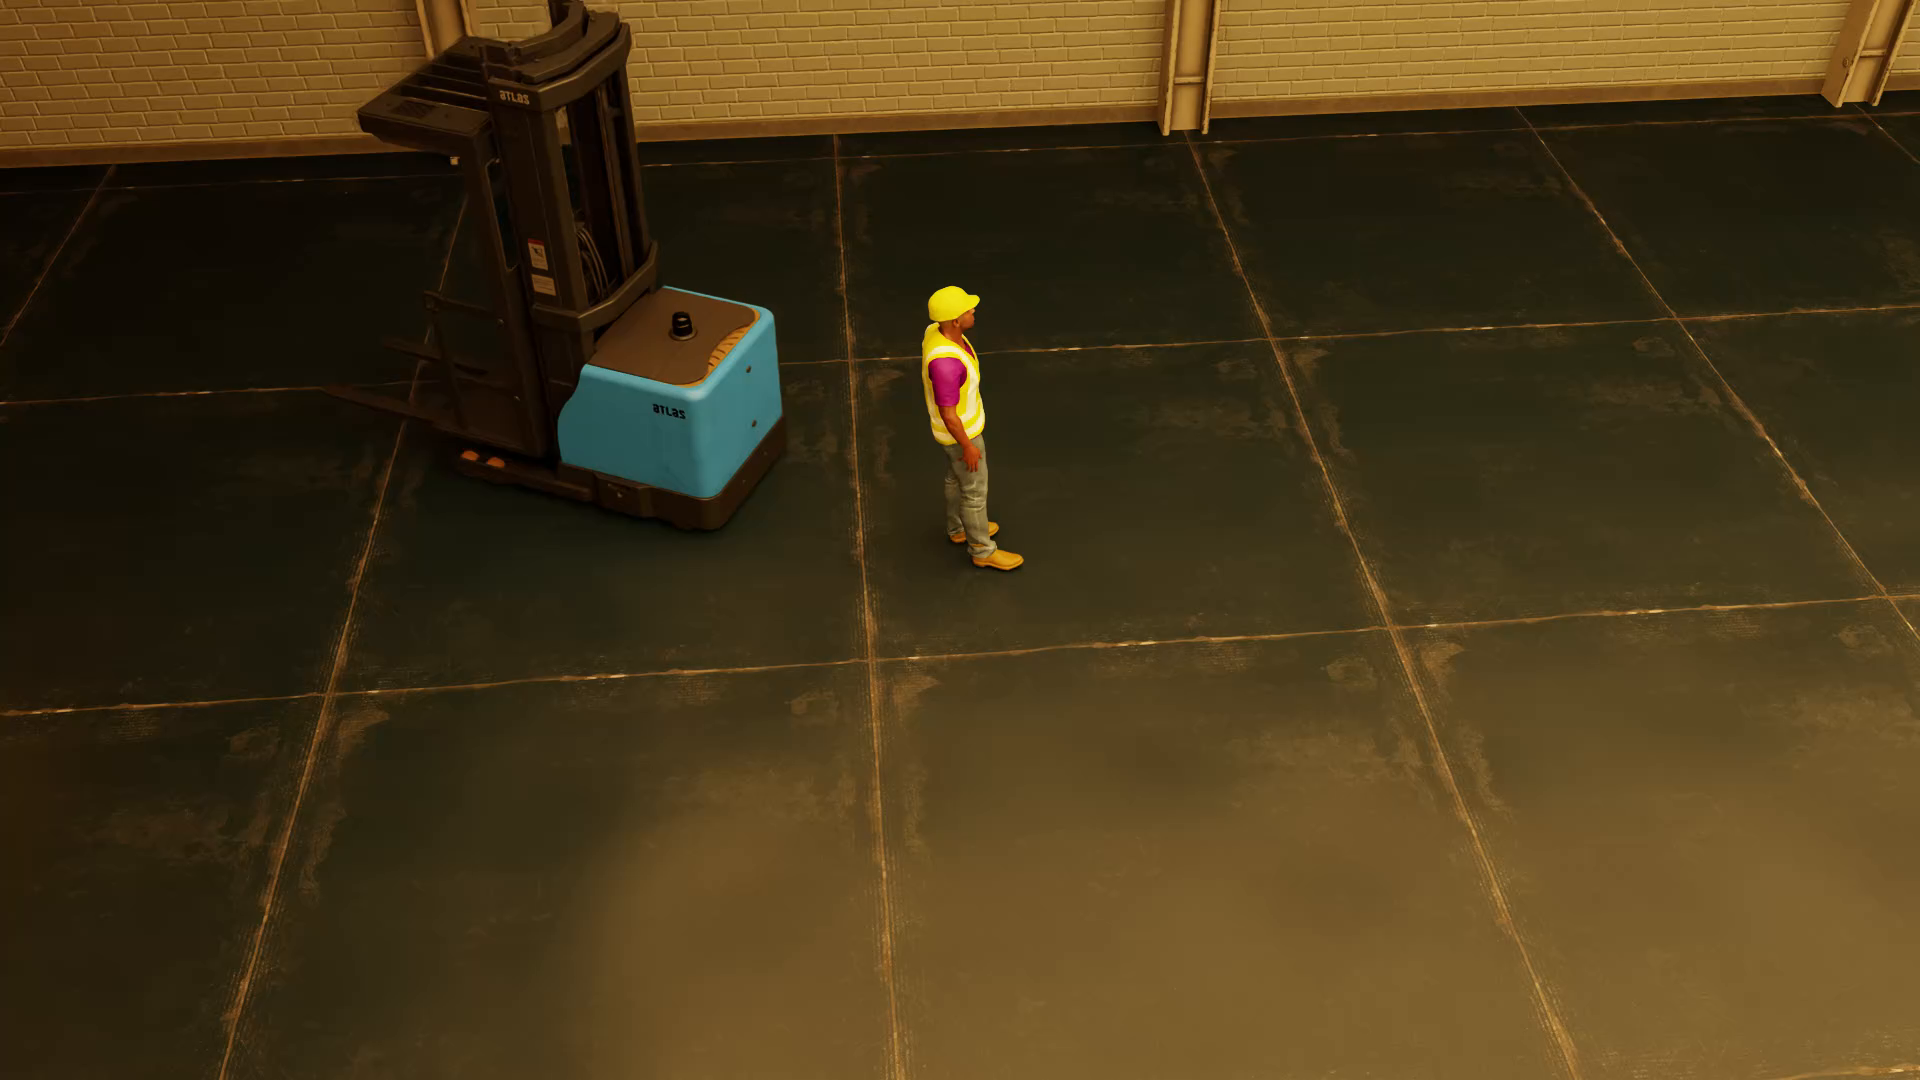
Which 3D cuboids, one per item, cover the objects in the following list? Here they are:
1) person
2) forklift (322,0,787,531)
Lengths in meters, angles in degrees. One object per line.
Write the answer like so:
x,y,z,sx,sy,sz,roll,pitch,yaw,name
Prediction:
0.070,-0.677,9.615,0.575,1.768,0.665,-3,41,-4,person
-2.694,-1.777,10.015,3.031,2.935,1.130,14,43,16,forklift
